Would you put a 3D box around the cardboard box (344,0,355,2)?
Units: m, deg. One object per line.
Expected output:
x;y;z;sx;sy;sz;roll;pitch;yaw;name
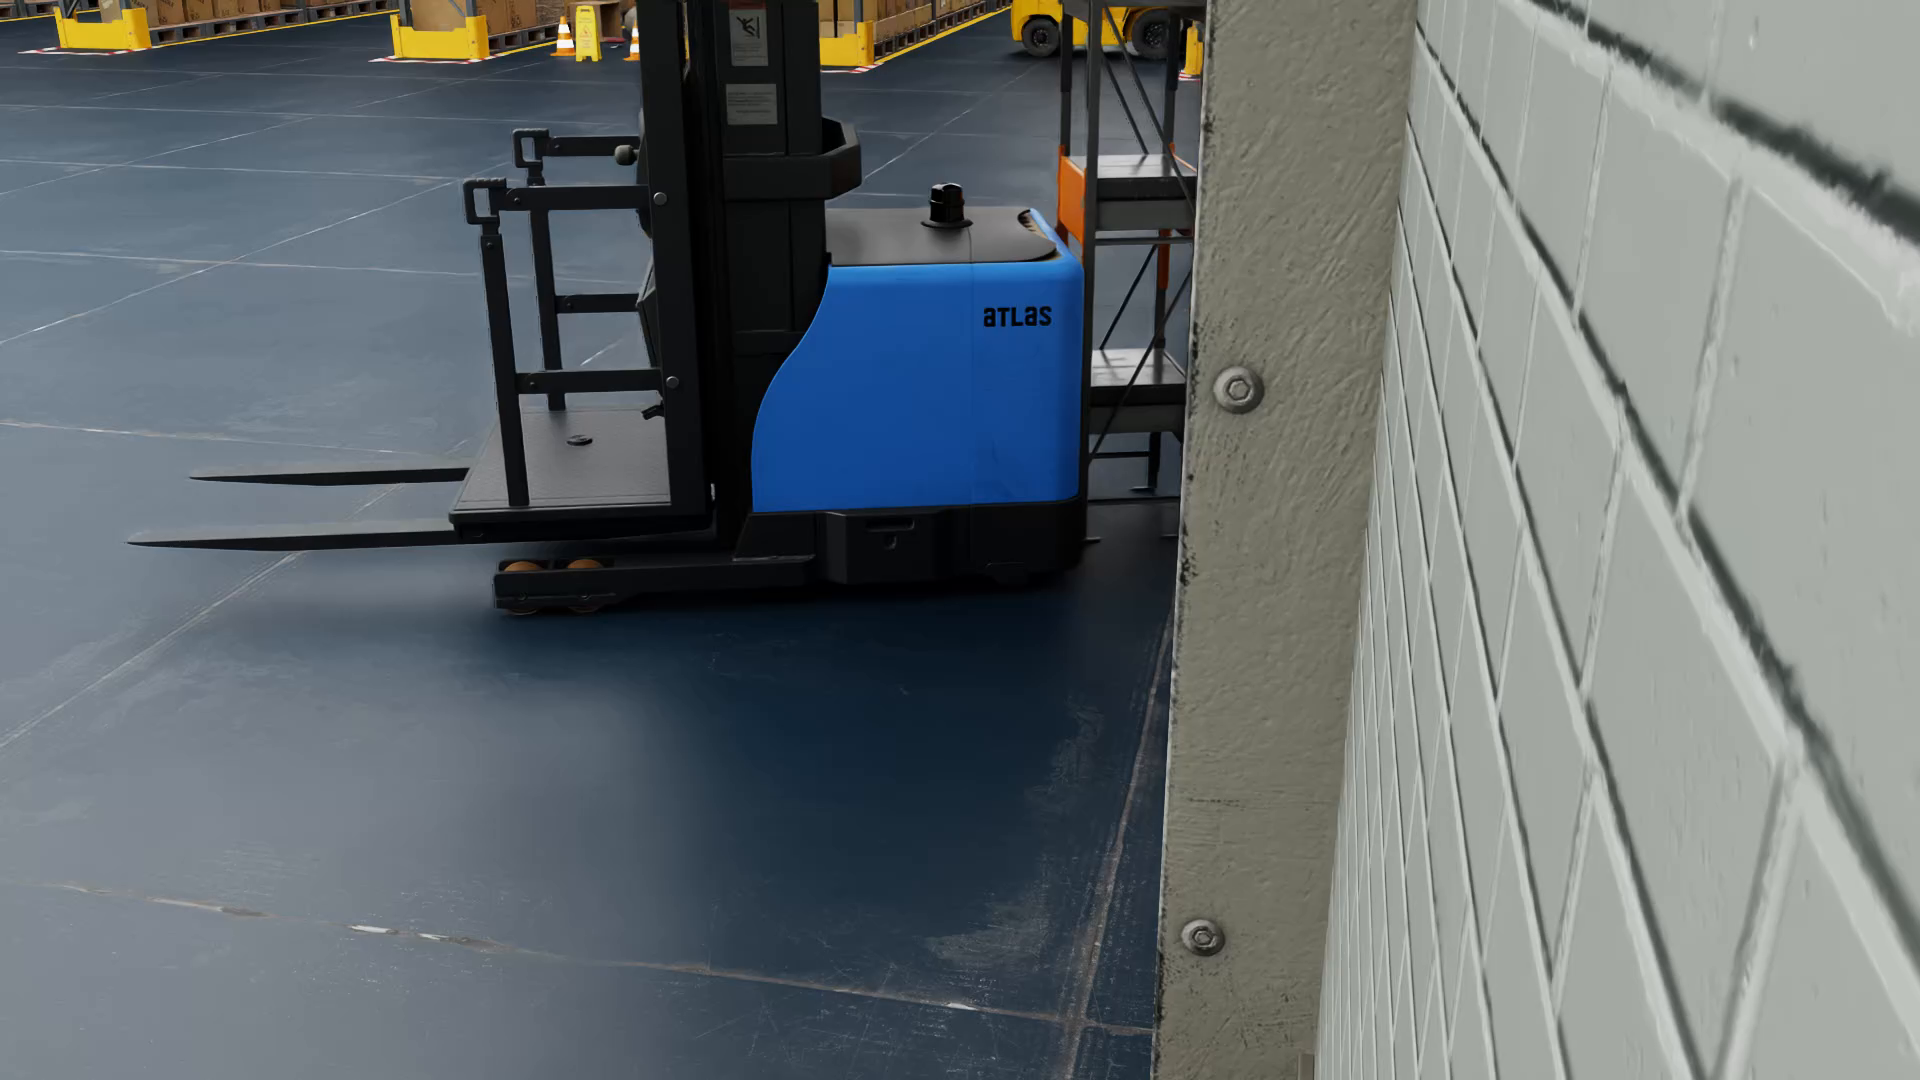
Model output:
-10.167;-9.020;26.981;0.700;0.500;0.500;3;22;6;cardboard box

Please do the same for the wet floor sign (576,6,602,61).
-4.592;-6.243;20.480;0.267;0.644;0.232;1;22;2;wet floor sign

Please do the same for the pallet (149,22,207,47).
-11.143;-6.941;22.793;1.003;0.211;1.213;4;22;11;pallet

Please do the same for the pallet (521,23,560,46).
-6.186;-6.947;22.808;1.003;0.211;1.213;4;22;11;pallet

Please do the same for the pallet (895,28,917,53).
-1.191;-6.630;22.022;1.003;0.211;1.213;4;22;11;pallet

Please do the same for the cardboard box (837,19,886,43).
-1.222;-6.350;20.712;0.500;0.250;0.500;4;22;10;cardboard box

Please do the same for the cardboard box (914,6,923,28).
-0.798;-7.107;22.591;0.500;0.250;0.500;4;22;9;cardboard box

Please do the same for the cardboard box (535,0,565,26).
-6.085;-7.614;23.015;0.875;0.875;0.875;5;22;11;cardboard box

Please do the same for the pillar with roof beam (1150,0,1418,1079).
-3.661;-3.493;2.471;9.100;9.000;0.400;4;22;11;pillar with roof beam

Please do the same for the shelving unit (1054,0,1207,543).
0.576;-1.066;5.679;0.431;2.100;0.503;-3;22;-6;shelving unit

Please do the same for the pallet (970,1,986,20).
-0.186;-8.503;26.673;1.003;0.211;1.213;4;22;11;pallet

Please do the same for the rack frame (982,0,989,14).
-0.025;-10.082;26.861;1.000;3.000;0.127;4;22;11;rack frame

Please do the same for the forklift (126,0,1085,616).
-1.153;-1.329;5.219;3.031;2.935;1.130;-2;22;-6;forklift

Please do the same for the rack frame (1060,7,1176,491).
0.547;-1.157;5.904;0.400;2.100;0.015;-3;22;-6;rack frame

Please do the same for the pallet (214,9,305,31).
-10.645;-7.833;25.009;1.003;0.211;1.213;4;22;11;pallet

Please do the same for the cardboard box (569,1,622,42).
-5.020;-7.156;22.937;0.500;0.500;0.500;8;23;20;cardboard box

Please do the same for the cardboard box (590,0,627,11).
-5.669;-8.345;24.997;1.050;0.750;0.750;4;22;11;cardboard box

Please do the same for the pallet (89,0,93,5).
-14.772;-9.641;29.499;1.003;0.211;1.213;4;22;11;pallet

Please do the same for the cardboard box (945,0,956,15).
-0.593;-8.050;24.772;0.950;0.372;0.625;6;23;14;cardboard box

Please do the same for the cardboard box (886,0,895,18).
-1.116;-6.898;21.069;0.500;0.500;0.500;4;22;9;cardboard box

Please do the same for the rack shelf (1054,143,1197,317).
0.576;-1.054;5.684;0.431;0.518;0.480;-3;22;-6;rack shelf

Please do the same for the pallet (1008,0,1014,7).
0.461;-9.516;29.188;1.003;0.211;1.213;4;22;11;pallet

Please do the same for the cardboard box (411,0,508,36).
-6.450;-6.959;21.388;0.875;0.875;0.875;5;22;11;cardboard box

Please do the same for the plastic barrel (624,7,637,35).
-4.438;-7.233;23.235;0.421;0.421;0.512;-16;27;-35;plastic barrel

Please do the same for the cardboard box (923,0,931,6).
-0.699;-7.650;22.936;0.500;0.500;0.500;4;22;10;cardboard box

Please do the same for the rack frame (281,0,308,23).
-10.543;-9.375;25.105;1.000;3.000;0.127;4;22;11;rack frame

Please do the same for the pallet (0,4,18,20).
-15.570;-8.217;25.961;1.003;0.211;1.213;4;22;11;pallet

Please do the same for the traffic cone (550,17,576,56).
-5.026;-6.406;21.129;0.336;0.463;0.334;4;22;11;traffic cone

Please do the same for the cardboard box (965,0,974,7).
-0.293;-8.582;26.091;0.950;0.372;0.625;4;22;10;cardboard box

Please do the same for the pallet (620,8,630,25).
-5.624;-7.954;25.310;1.003;0.211;1.213;4;22;11;pallet

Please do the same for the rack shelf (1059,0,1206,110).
0.576;-1.703;5.423;0.431;0.518;0.480;-3;22;-6;rack shelf

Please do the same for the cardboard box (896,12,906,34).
-1.012;-6.736;21.672;0.500;0.250;0.500;6;23;15;cardboard box

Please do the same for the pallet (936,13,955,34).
-0.684;-7.611;24.457;1.003;0.211;1.213;4;22;11;pallet

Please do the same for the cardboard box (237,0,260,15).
-10.773;-8.057;24.616;0.500;0.500;0.500;12;25;28;cardboard box

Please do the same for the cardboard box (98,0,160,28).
-11.215;-7.174;22.425;0.500;0.500;0.500;9;24;21;cardboard box

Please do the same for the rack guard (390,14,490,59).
-6.529;-6.329;20.887;1.175;0.500;0.348;4;22;11;rack guard

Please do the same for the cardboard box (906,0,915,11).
-0.904;-7.277;22.010;0.500;0.500;0.500;6;23;14;cardboard box

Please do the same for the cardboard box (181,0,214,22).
-10.981;-7.623;23.539;0.500;0.500;0.500;7;23;16;cardboard box

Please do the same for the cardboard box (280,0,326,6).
-10.397;-8.642;26.043;0.700;0.500;0.500;3;22;7;cardboard box

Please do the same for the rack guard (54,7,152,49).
-11.344;-6.780;22.008;1.175;0.500;0.348;4;22;11;rack guard

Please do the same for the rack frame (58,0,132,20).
-11.359;-7.912;21.472;1.000;3.000;0.127;4;22;11;rack frame

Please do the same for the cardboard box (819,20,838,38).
-1.751;-6.401;20.838;0.500;0.250;0.500;4;22;11;cardboard box

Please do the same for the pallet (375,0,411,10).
-9.888;-9.259;28.549;1.003;0.211;1.213;4;22;11;pallet
